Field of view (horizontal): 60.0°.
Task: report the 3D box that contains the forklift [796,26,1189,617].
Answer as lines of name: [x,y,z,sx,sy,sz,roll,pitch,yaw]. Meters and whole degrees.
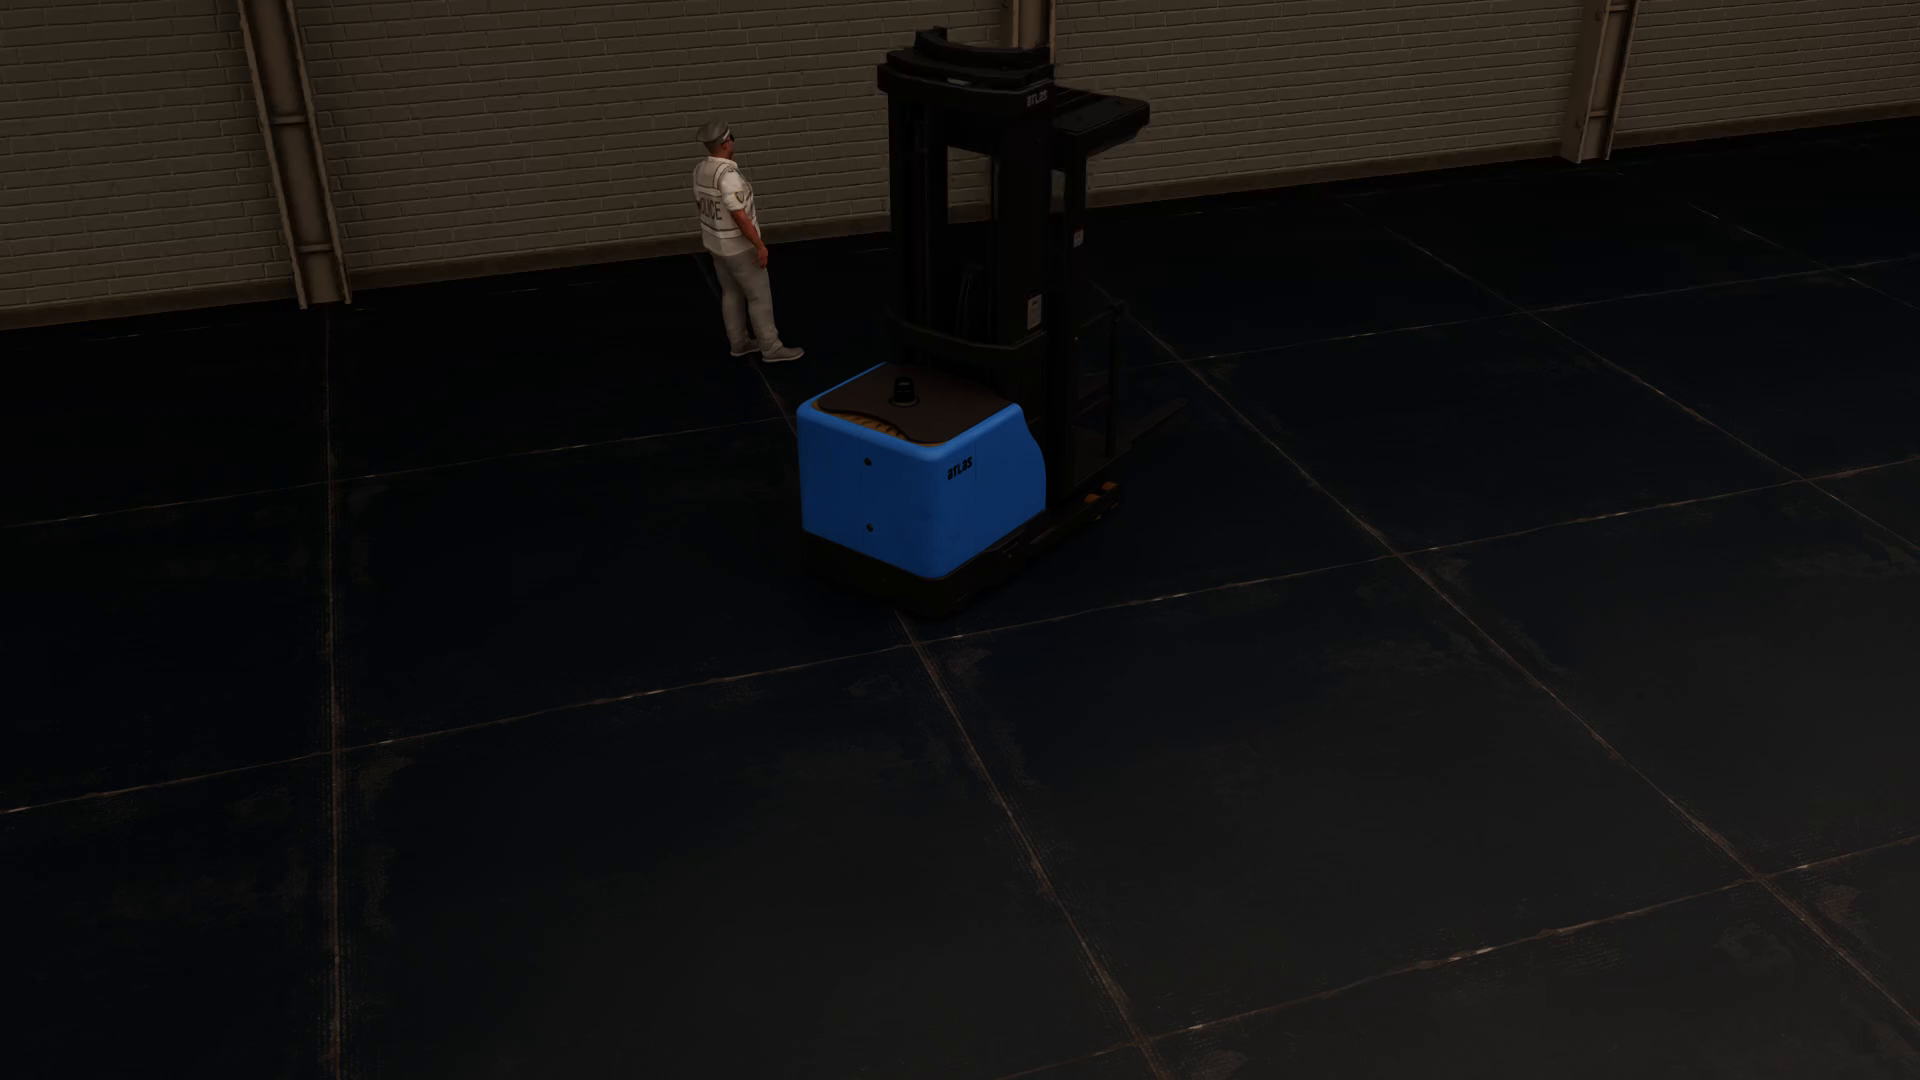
forklift: [0.367,-1.521,9.731,1.130,2.935,3.031,21,36,32]

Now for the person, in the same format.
person: [-1.558,-2.163,11.984,0.576,1.781,0.638,-23,37,-34]
